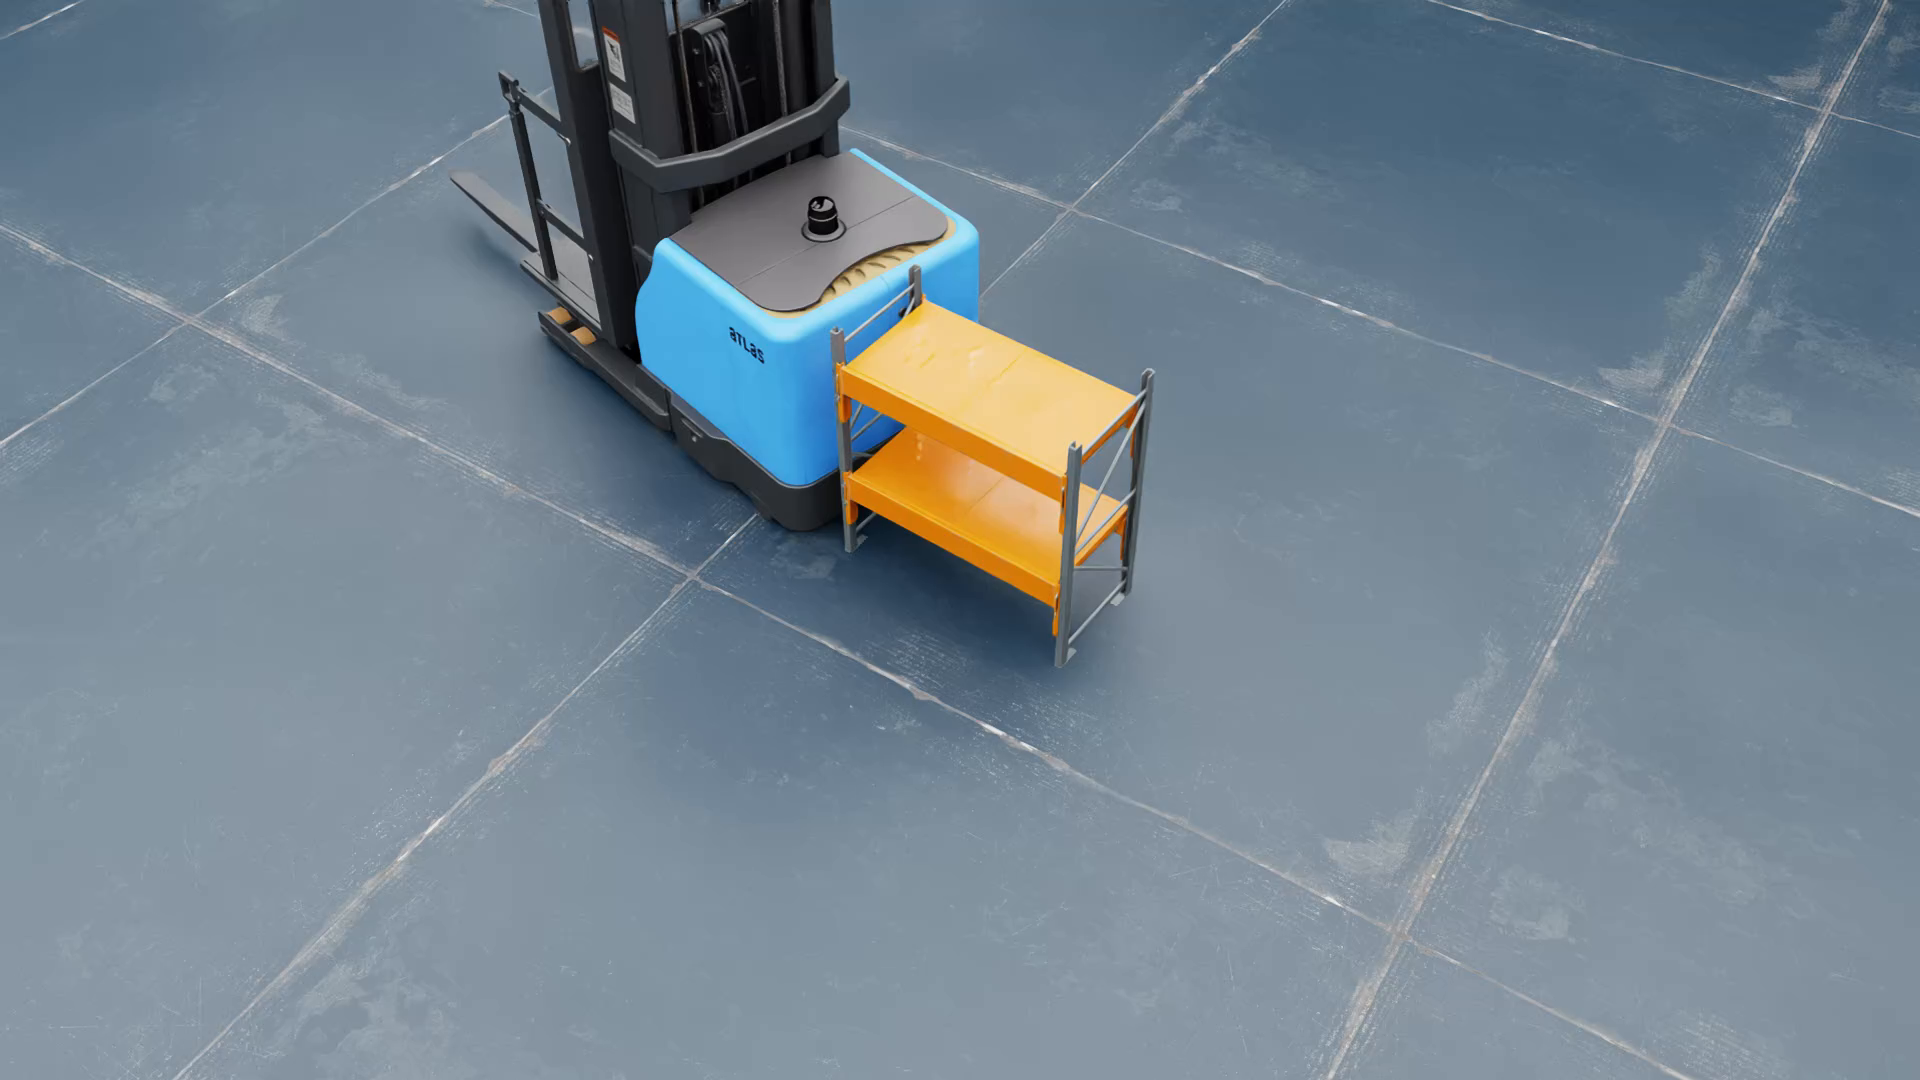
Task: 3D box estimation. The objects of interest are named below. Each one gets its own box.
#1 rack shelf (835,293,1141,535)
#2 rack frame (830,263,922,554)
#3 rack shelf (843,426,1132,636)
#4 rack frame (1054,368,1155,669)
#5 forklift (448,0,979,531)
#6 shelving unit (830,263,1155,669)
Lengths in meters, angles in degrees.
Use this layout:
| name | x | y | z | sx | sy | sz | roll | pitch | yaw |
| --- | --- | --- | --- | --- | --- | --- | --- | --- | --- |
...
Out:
| name | x | y | z | sx | sy | sz | roll | pitch | yaw |
| --- | --- | --- | --- | --- | --- | --- | --- | --- | --- |
| rack shelf | 0.107 | -0.474 | 6.018 | 1.000 | 0.278 | 0.538 | 28 | 52 | 24 |
| rack frame | -0.302 | -0.486 | 6.438 | 0.032 | 1.125 | 0.500 | 28 | 52 | 24 |
| rack shelf | 0.107 | -0.100 | 6.404 | 1.000 | 0.278 | 0.538 | 28 | 52 | 24 |
| rack frame | 0.516 | -0.054 | 6.018 | 0.032 | 1.125 | 0.500 | 28 | 52 | 24 |
| forklift | -1.267 | -2.034 | 6.683 | 1.130 | 2.935 | 3.031 | -33 | 54 | -28 |
| shelving unit | 0.107 | -0.270 | 6.228 | 1.048 | 1.125 | 0.538 | 28 | 52 | 24 |
